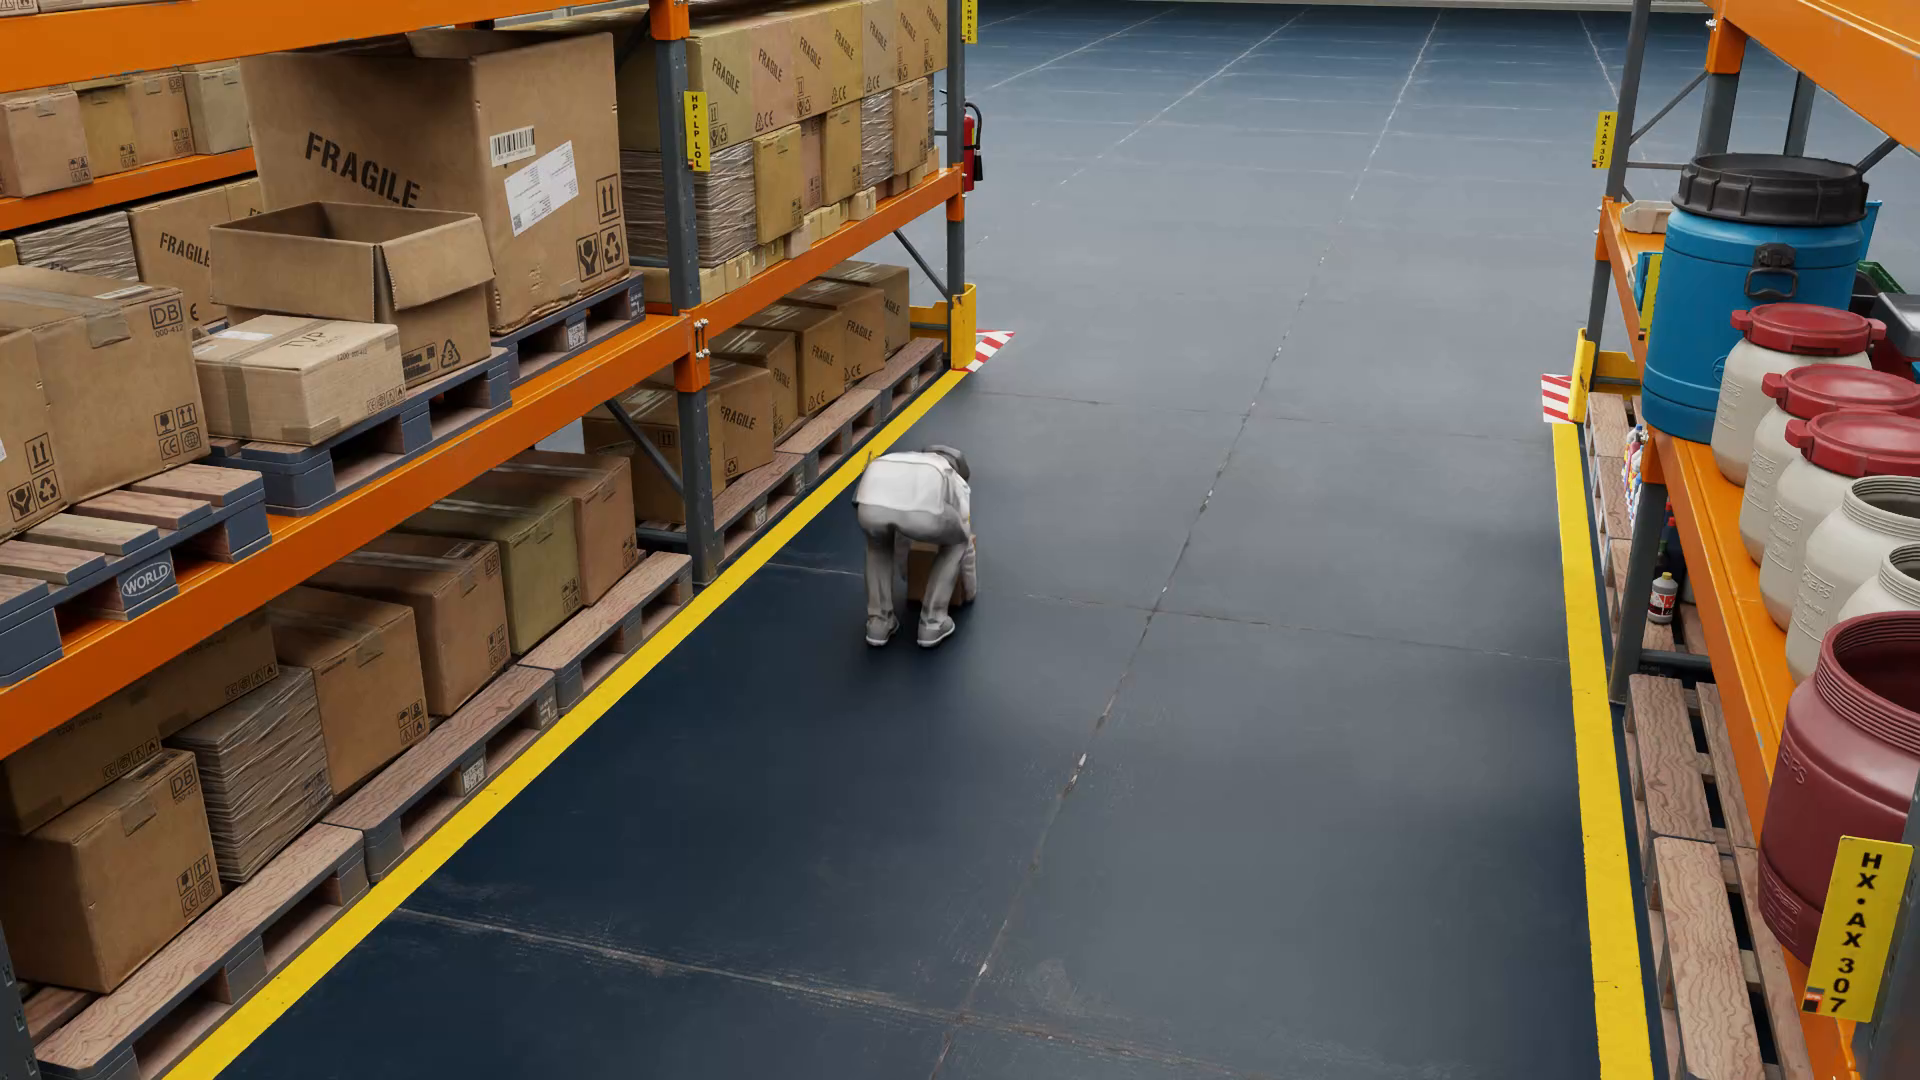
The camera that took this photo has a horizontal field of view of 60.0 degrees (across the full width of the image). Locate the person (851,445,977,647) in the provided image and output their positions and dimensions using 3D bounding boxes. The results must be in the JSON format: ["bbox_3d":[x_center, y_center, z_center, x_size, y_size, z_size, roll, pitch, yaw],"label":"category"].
[{"bbox_3d":[-0.188,-0.021,7.209,0.458,0.861,0.882,5,23,13],"label":"person"}]
